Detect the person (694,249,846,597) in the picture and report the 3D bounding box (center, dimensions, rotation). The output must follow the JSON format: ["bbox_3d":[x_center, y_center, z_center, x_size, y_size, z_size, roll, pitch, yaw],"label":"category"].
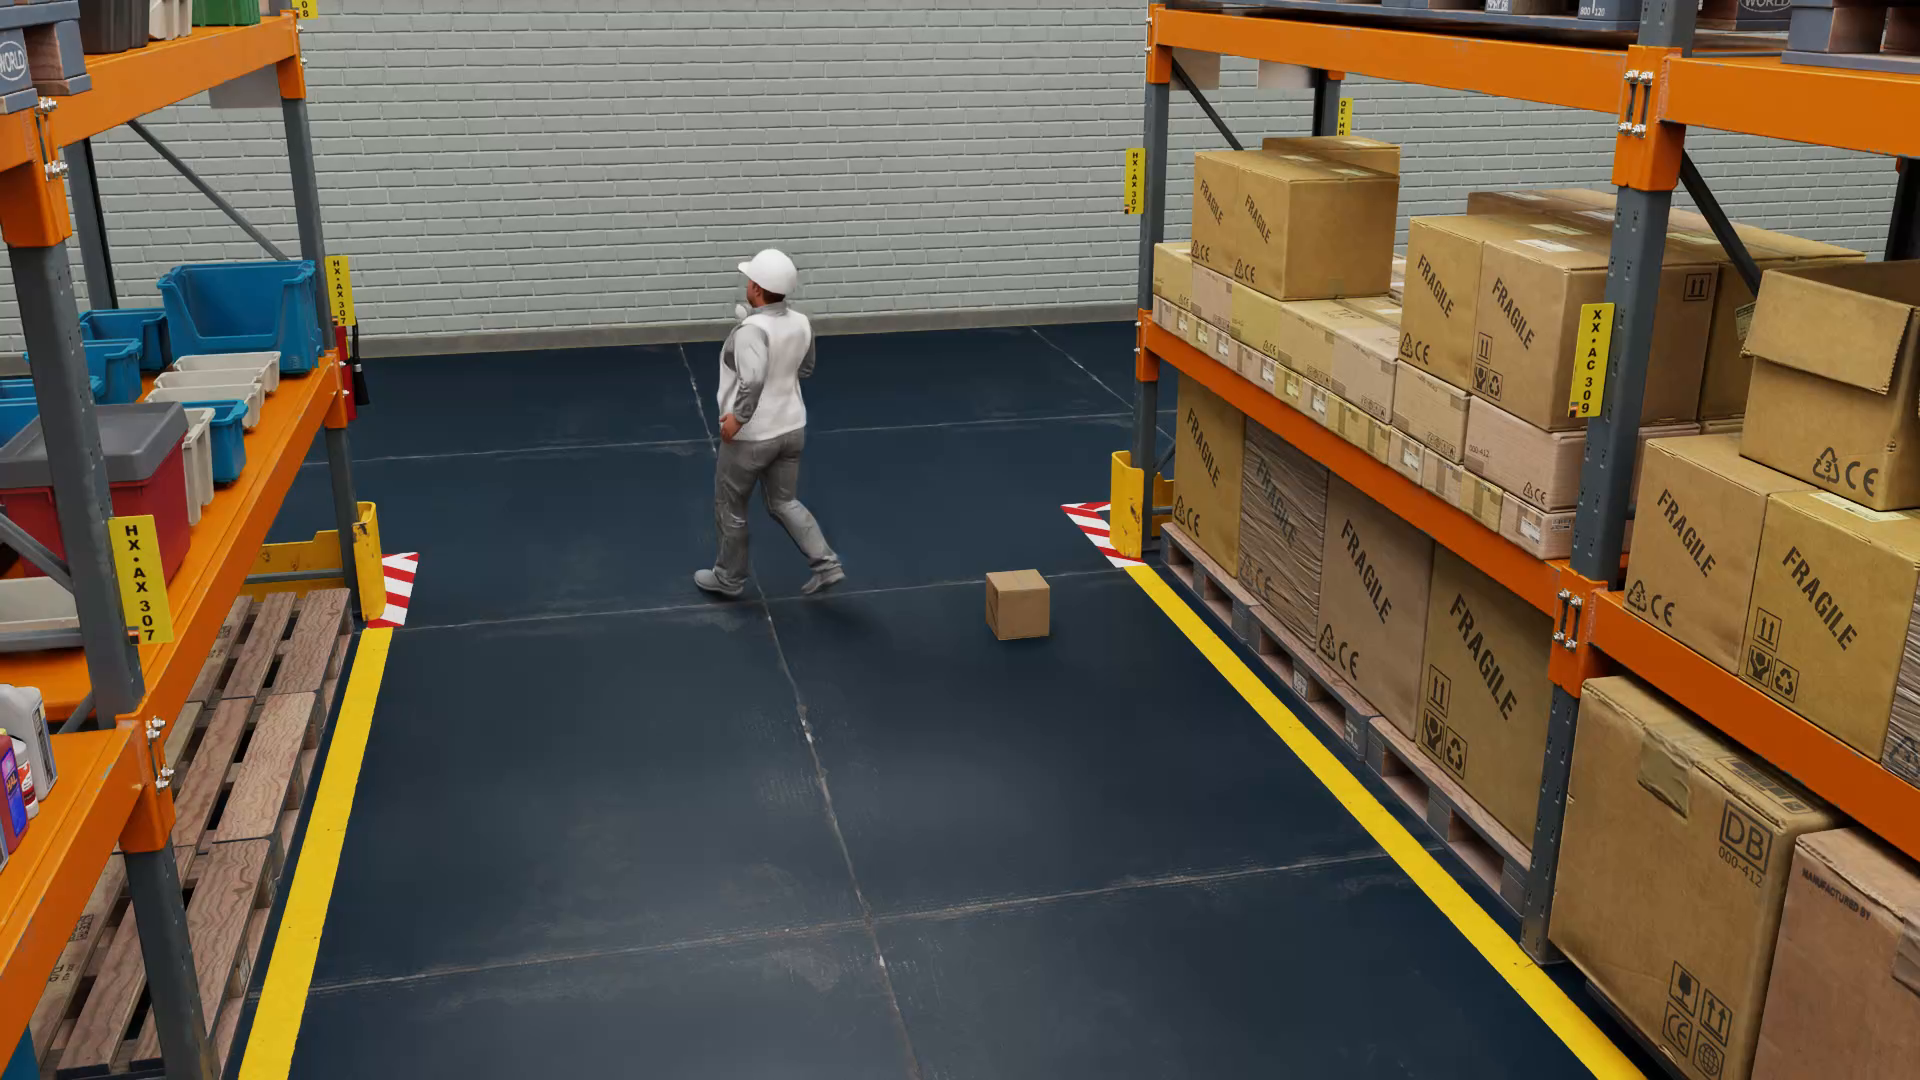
[{"bbox_3d":[-0.970,-0.532,8.015,0.845,1.751,0.666,14,24,35],"label":"person"}]
